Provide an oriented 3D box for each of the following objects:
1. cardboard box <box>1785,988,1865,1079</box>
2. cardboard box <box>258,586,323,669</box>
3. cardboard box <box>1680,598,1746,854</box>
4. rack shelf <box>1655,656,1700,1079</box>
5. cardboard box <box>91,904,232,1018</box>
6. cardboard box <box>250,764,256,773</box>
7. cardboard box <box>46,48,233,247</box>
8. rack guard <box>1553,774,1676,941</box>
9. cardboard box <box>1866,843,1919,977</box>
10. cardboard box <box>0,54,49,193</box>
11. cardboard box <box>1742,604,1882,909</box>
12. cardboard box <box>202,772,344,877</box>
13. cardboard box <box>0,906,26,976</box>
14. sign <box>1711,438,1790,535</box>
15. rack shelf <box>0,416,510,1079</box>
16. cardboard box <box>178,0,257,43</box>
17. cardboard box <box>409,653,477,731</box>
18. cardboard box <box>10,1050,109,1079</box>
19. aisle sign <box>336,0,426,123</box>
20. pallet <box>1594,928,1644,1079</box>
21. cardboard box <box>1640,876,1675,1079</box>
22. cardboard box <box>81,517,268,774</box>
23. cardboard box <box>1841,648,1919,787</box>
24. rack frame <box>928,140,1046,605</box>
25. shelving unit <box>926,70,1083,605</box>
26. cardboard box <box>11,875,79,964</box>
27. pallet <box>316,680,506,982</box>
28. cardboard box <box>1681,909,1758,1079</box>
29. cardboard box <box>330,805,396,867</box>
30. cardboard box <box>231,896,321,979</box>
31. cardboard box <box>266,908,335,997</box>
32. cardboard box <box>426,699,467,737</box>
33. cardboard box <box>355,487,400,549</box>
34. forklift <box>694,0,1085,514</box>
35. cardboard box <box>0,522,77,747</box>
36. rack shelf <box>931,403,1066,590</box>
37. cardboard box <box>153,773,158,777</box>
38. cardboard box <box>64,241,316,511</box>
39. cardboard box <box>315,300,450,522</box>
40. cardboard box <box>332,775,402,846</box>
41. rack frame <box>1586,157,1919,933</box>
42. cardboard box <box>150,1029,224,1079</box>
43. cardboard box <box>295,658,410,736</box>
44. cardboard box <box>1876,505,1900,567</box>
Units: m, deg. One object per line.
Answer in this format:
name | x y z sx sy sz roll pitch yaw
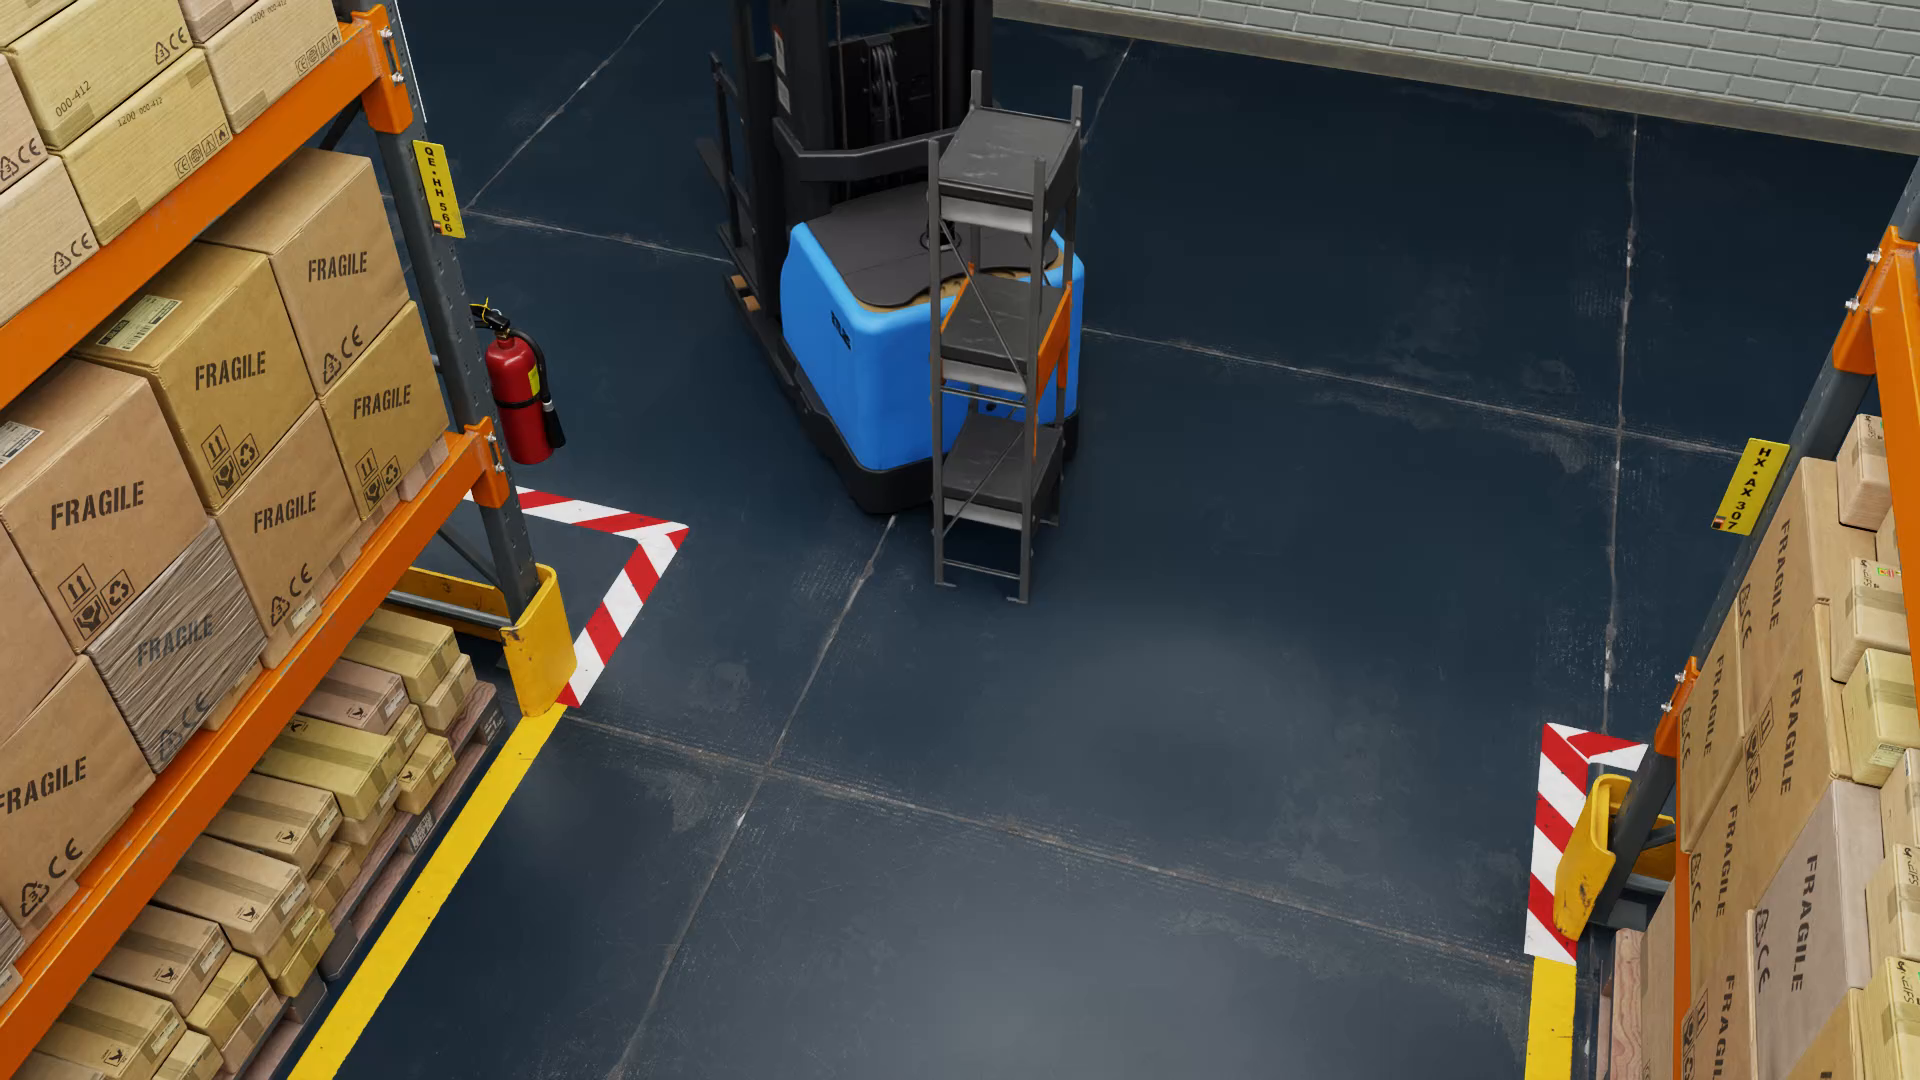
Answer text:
cardboard box | 1.785 1.209 2.983 0.500 0.500 0.500 13 46 13
cardboard box | -2.155 0.208 4.971 0.380 0.149 0.250 14 46 14
cardboard box | 2.232 0.542 4.379 0.500 0.500 0.500 12 46 12
rack shelf | 2.045 1.909 3.568 1.077 0.370 4.000 13 46 13
cardboard box | -2.457 1.258 5.032 0.380 0.149 0.250 11 45 11
cardboard box | -2.628 0.748 5.766 0.380 0.149 0.250 13 46 13
cardboard box | -2.131 -0.980 3.968 0.500 0.250 0.500 13 46 13
rack guard | 2.658 1.196 5.569 1.175 0.500 0.348 13 46 13
cardboard box | 1.872 0.734 3.004 0.380 0.149 0.250 13 46 13
cardboard box | -2.306 -0.816 3.444 0.500 0.250 0.500 13 46 13
cardboard box | 2.084 0.531 3.675 0.500 0.500 0.500 11 46 11
cardboard box | -2.244 0.915 5.382 0.380 0.149 0.250 11 45 11
cardboard box | -2.589 0.926 3.774 0.500 0.500 0.500 12 46 12
sign | 2.123 -0.140 4.472 0.100 0.325 0.005 13 46 13
rack shelf | -2.703 0.928 4.570 1.077 0.370 4.000 13 46 13
cardboard box | -1.995 -1.498 4.141 0.500 0.250 0.500 11 45 11
cardboard box | -1.986 0.513 6.006 0.380 0.149 0.250 11 46 11
cardboard box | -2.622 1.594 4.688 0.380 0.149 0.250 11 45 11
aisle sign | -1.790 -1.576 4.757 0.394 0.787 0.004 13 46 13
pallet | 2.483 1.865 5.092 1.003 0.211 1.213 13 46 13
cardboard box | 2.546 1.546 4.956 0.875 0.438 0.875 11 45 11
cardboard box | -2.294 0.232 4.483 0.500 0.500 0.500 13 46 13
cardboard box | 2.017 0.390 3.356 0.380 0.149 0.250 11 45 11
rack frame | 0.087 -0.527 6.186 0.400 2.100 0.015 12 46 12
shelving unit | 0.160 -0.690 6.353 0.431 2.100 0.503 12 46 12
cardboard box | -2.522 0.898 4.266 0.380 0.149 0.250 14 46 14
pallet | -2.400 0.919 6.059 1.003 0.211 1.213 13 46 13
cardboard box | 1.934 1.221 3.685 0.500 0.500 0.500 12 46 12
cardboard box | -2.202 0.952 5.769 0.380 0.149 0.250 12 46 12
cardboard box | -2.286 1.207 5.296 0.380 0.149 0.250 13 46 13
cardboard box | -2.282 1.303 5.411 0.380 0.149 0.250 11 45 11
cardboard box | -2.058 0.602 6.127 0.380 0.149 0.250 13 46 13
cardboard box | -2.038 -0.137 5.324 0.380 0.149 0.250 12 46 12
forklift | -0.529 -2.201 7.302 1.130 2.935 3.031 -17 47 -17
cardboard box | -2.459 0.236 3.764 0.500 0.500 0.500 11 45 11
rack shelf | 0.160 -0.180 6.852 0.431 0.518 0.480 12 46 12
cardboard box | -2.401 0.545 4.627 0.380 0.149 0.250 11 45 11
cardboard box | -2.153 -0.466 4.482 0.500 0.500 0.500 11 45 11
cardboard box | -1.988 -0.450 5.180 0.500 0.500 0.500 13 46 13
cardboard box | -2.141 0.859 5.651 0.380 0.149 0.250 11 45 11
rack frame | 2.651 0.319 4.678 1.000 3.000 0.127 13 46 13
cardboard box | -2.438 1.564 4.932 0.380 0.149 0.250 13 46 13
cardboard box | -2.147 0.556 5.749 0.380 0.149 0.250 13 46 13
cardboard box | 2.268 0.062 3.691 0.380 0.149 0.250 14 46 13
